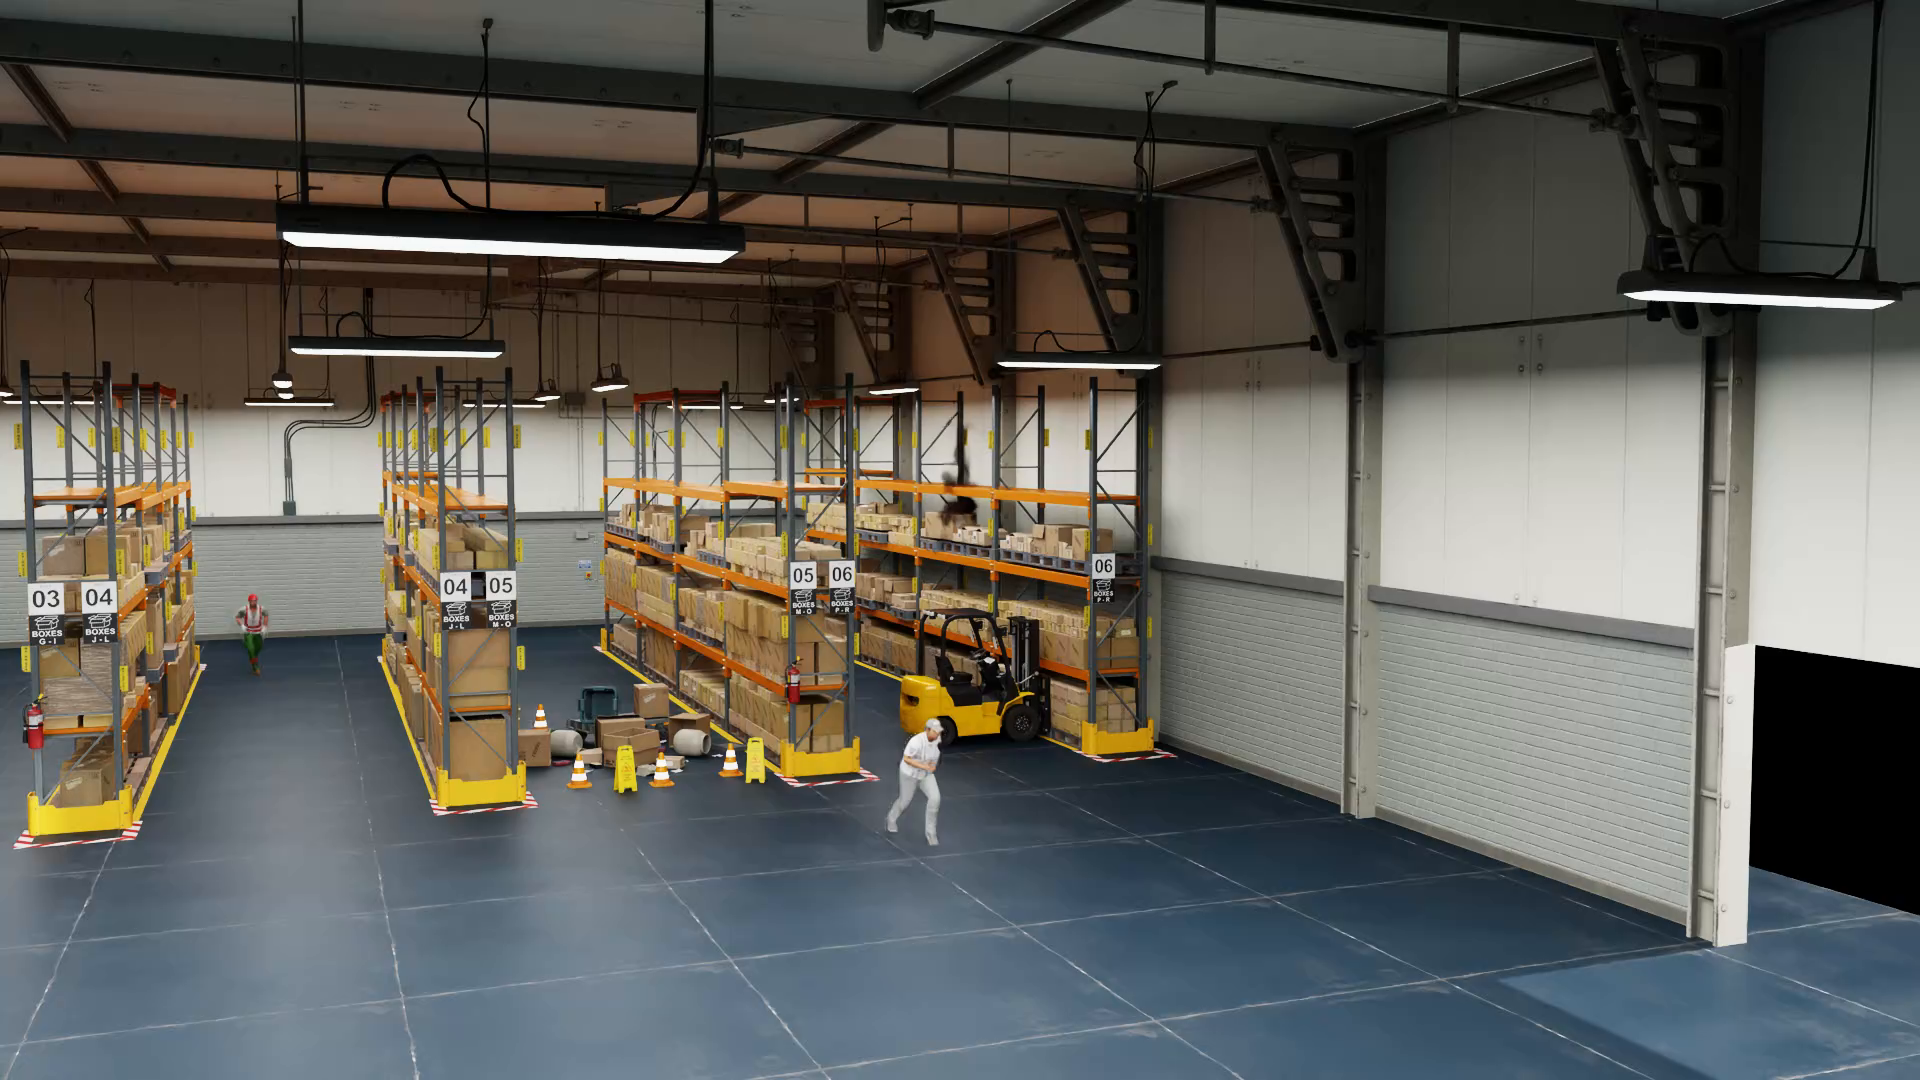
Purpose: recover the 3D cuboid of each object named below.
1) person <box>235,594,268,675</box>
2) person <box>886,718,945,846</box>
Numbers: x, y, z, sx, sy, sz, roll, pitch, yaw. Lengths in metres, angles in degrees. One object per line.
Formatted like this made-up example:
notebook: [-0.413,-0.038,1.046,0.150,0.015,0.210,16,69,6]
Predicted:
person: [-15.189,2.001,35.685,0.661,1.735,0.839,-2,4,-26]
person: [-0.544,2.994,20.804,0.649,1.627,1.030,-3,5,-43]
